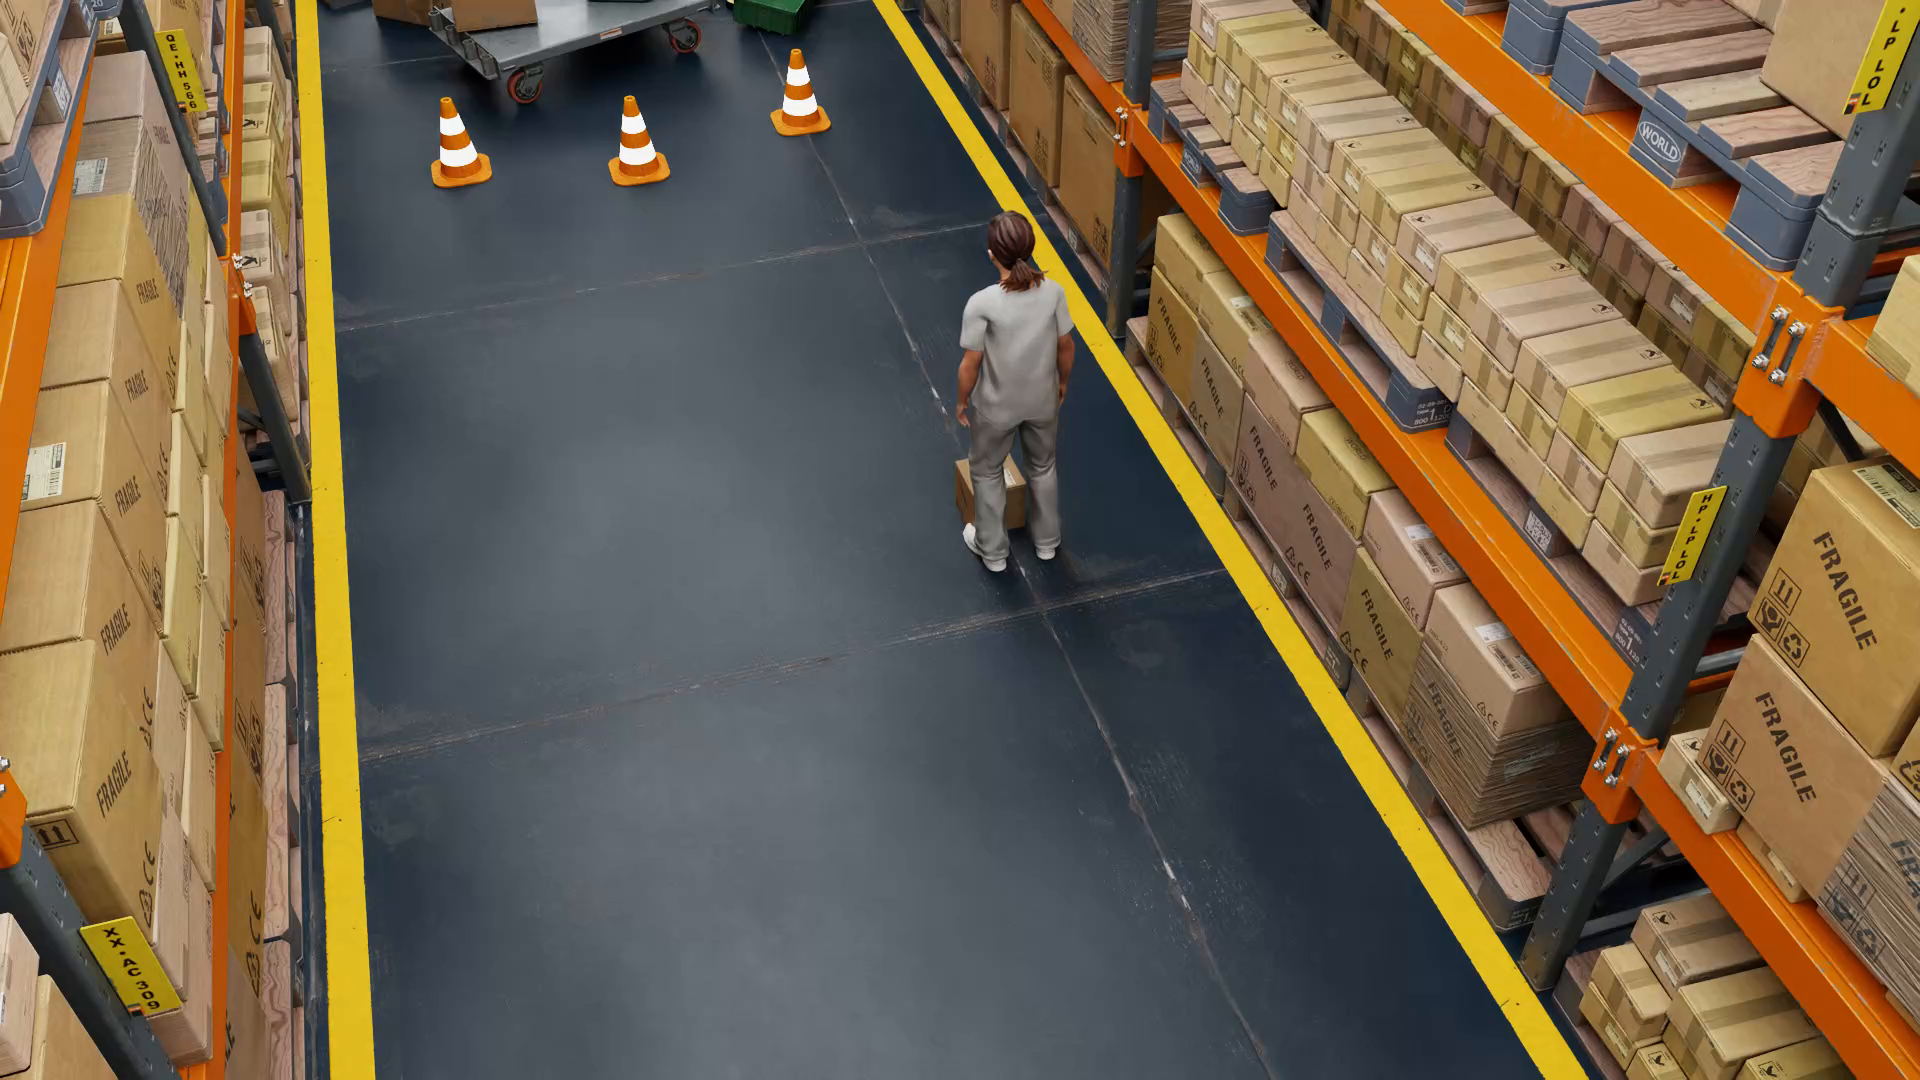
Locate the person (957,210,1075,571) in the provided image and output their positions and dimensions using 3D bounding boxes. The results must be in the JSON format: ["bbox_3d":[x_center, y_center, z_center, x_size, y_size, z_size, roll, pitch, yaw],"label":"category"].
[{"bbox_3d":[0.219,-0.489,6.871,0.486,1.437,0.357,-11,44,-12],"label":"person"}]
